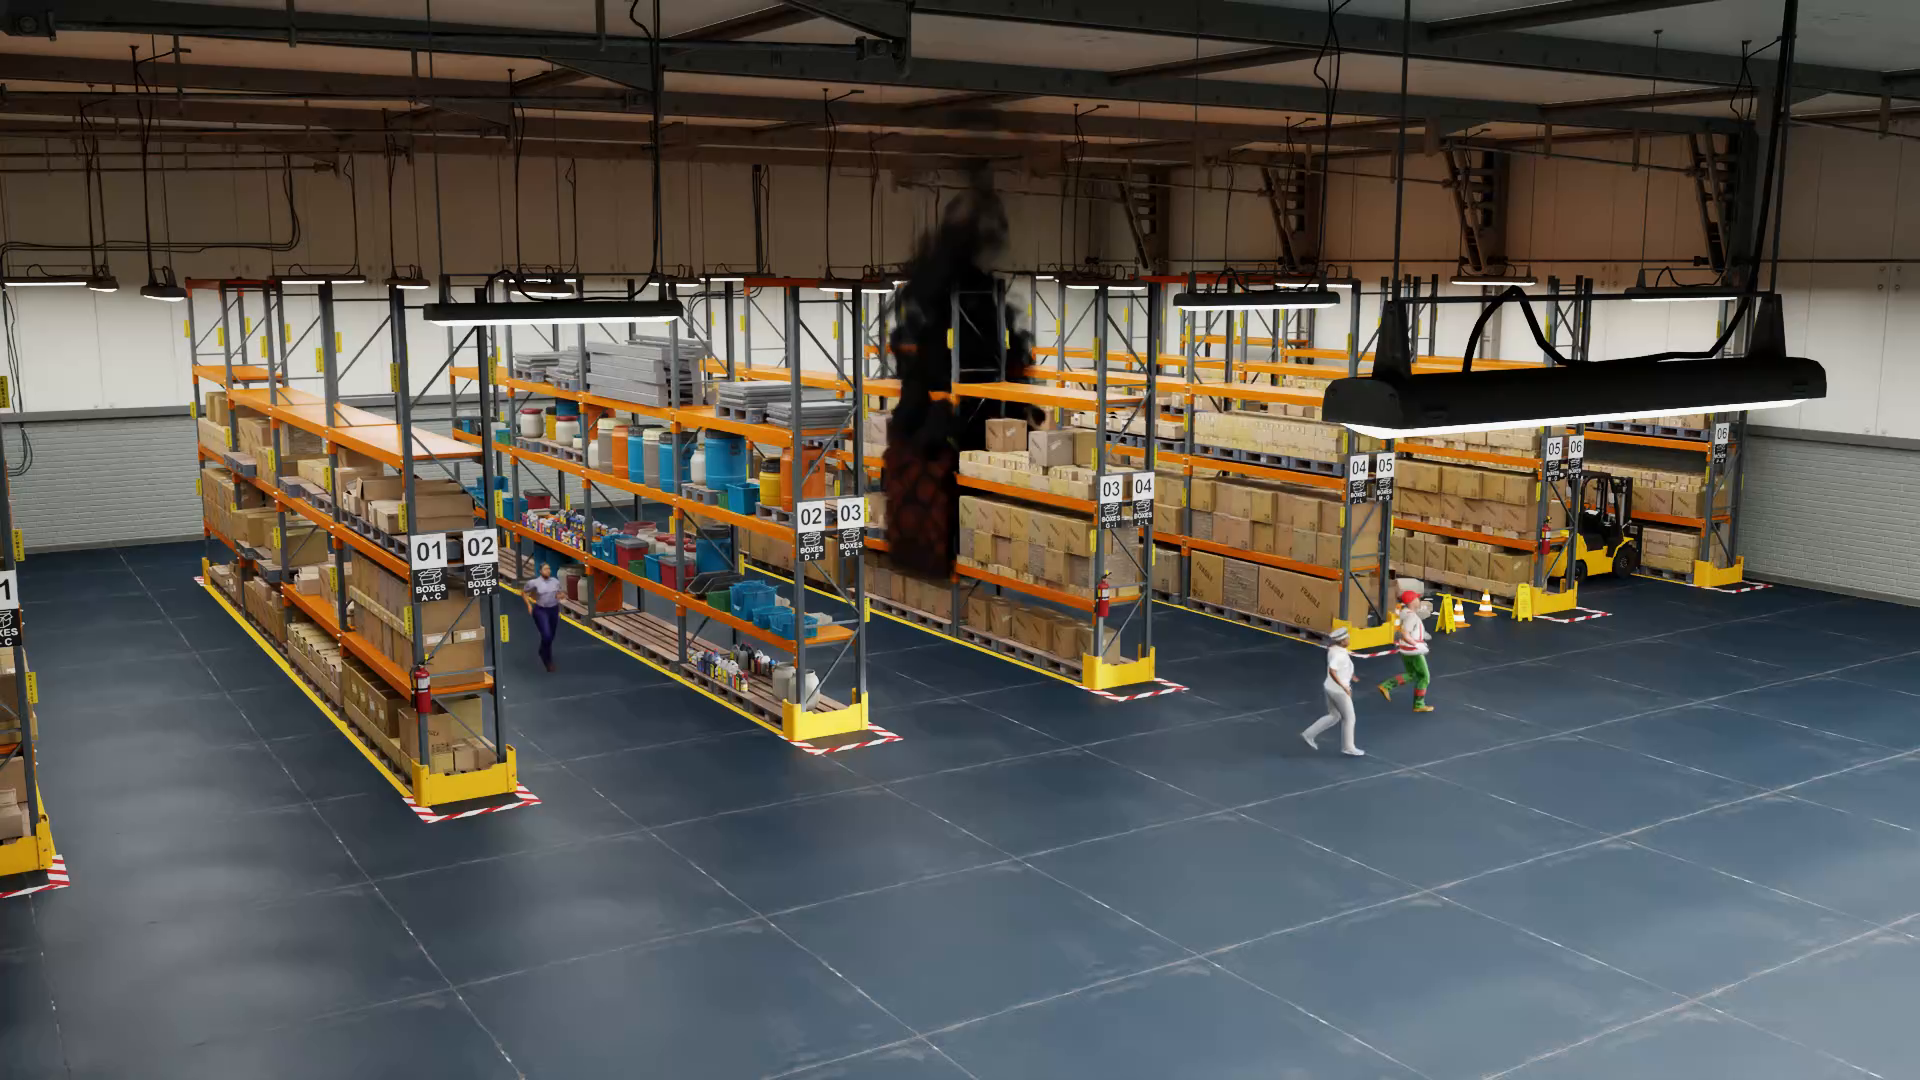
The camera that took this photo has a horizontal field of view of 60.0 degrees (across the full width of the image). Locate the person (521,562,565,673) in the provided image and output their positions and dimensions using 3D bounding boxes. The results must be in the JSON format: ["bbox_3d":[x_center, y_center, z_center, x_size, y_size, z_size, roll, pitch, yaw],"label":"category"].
[{"bbox_3d":[-6.471,1.190,26.003,0.580,1.709,0.740,-9,13,-44],"label":"person"}]

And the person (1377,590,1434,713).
[{"bbox_3d":[6.321,1.570,23.437,0.786,1.748,0.663,0,10,3],"label":"person"}]

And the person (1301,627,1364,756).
[{"bbox_3d":[4.836,1.937,21.375,0.788,1.681,0.597,-1,10,-3],"label":"person"}]

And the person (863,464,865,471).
[{"bbox_3d":[-2.499,-1.559,42.048,0.920,1.712,0.762,1,10,7],"label":"person"}]

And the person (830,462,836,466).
[{"bbox_3d":[-3.215,-1.067,39.581,0.752,1.603,0.774,-3,10,-18],"label":"person"}]
